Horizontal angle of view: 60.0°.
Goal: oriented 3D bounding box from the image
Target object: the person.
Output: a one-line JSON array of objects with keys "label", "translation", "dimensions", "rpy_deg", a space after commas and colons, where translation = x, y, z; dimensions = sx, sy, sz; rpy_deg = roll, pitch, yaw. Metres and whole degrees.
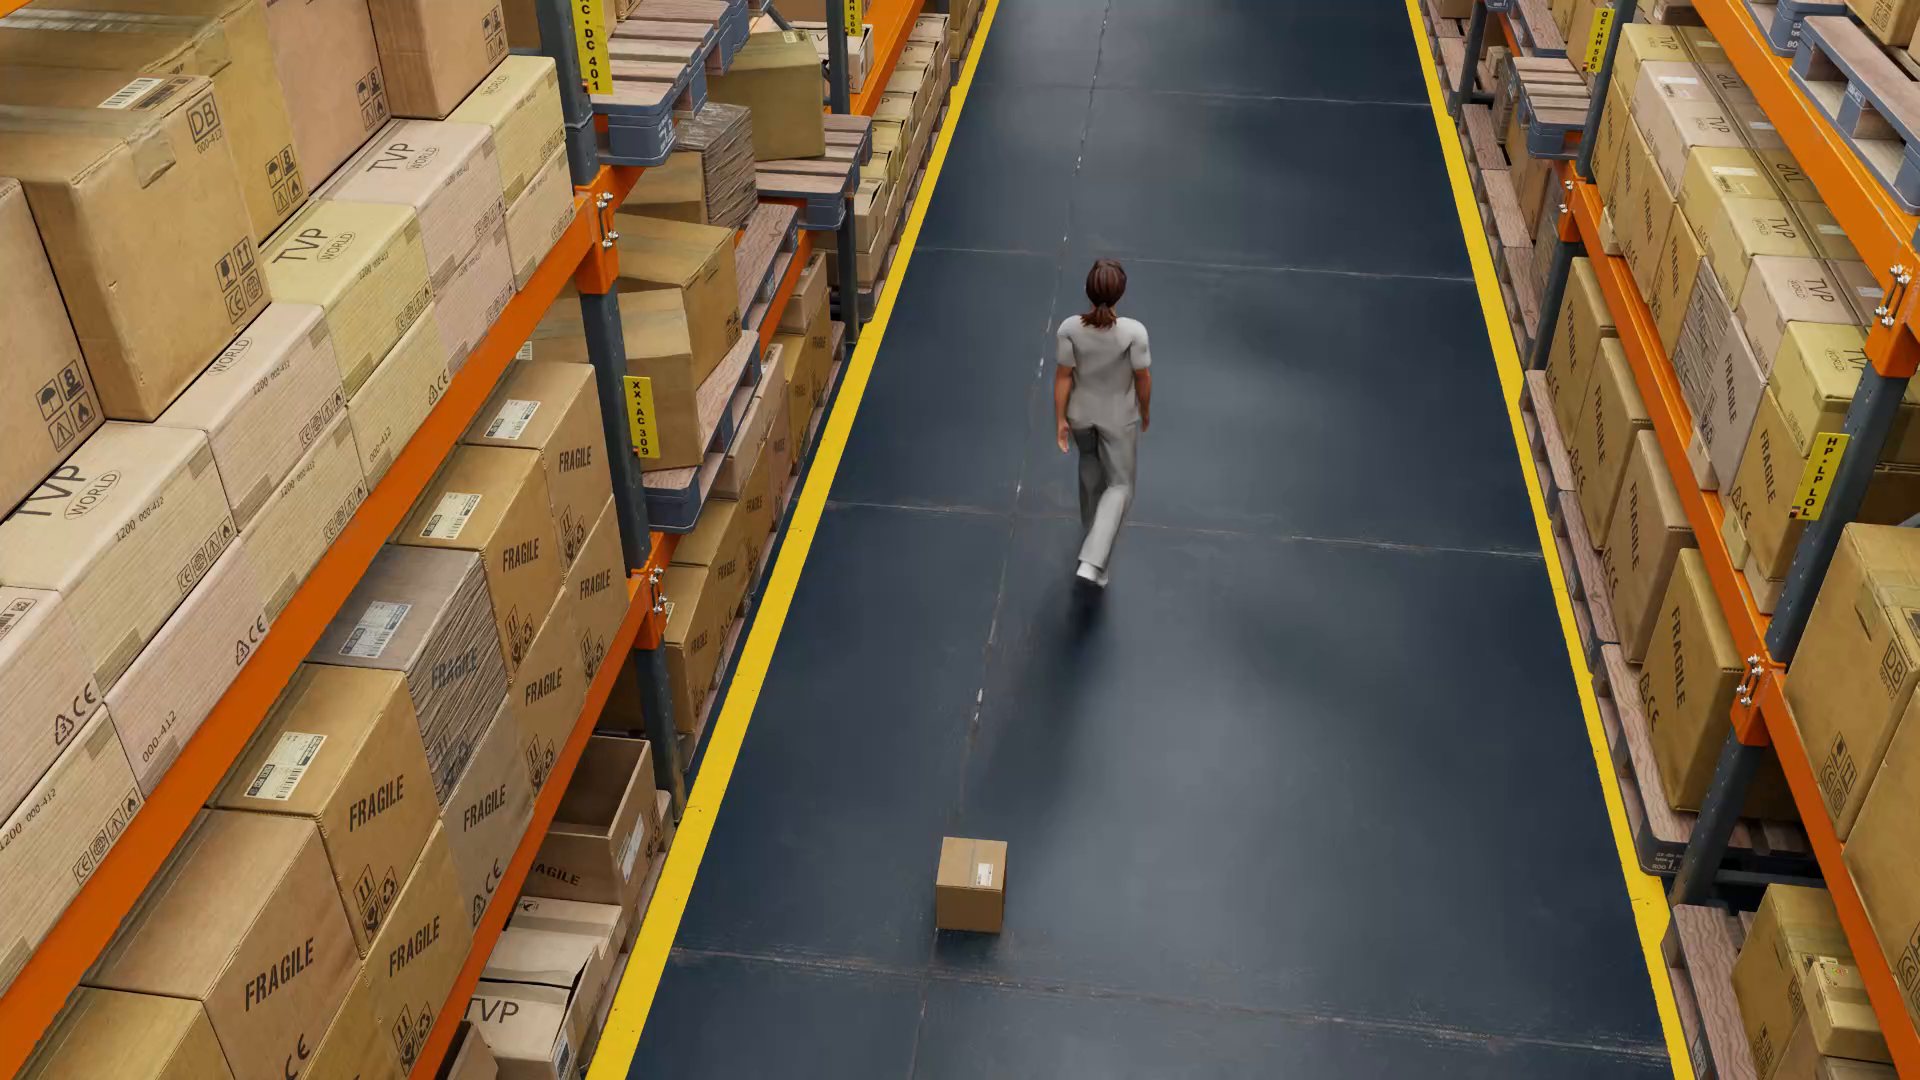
[{"label": "person", "translation": [0.654, -0.566, 7.799], "dimensions": [0.438, 1.631, 0.923], "rpy_deg": [12, 38, 16]}]
